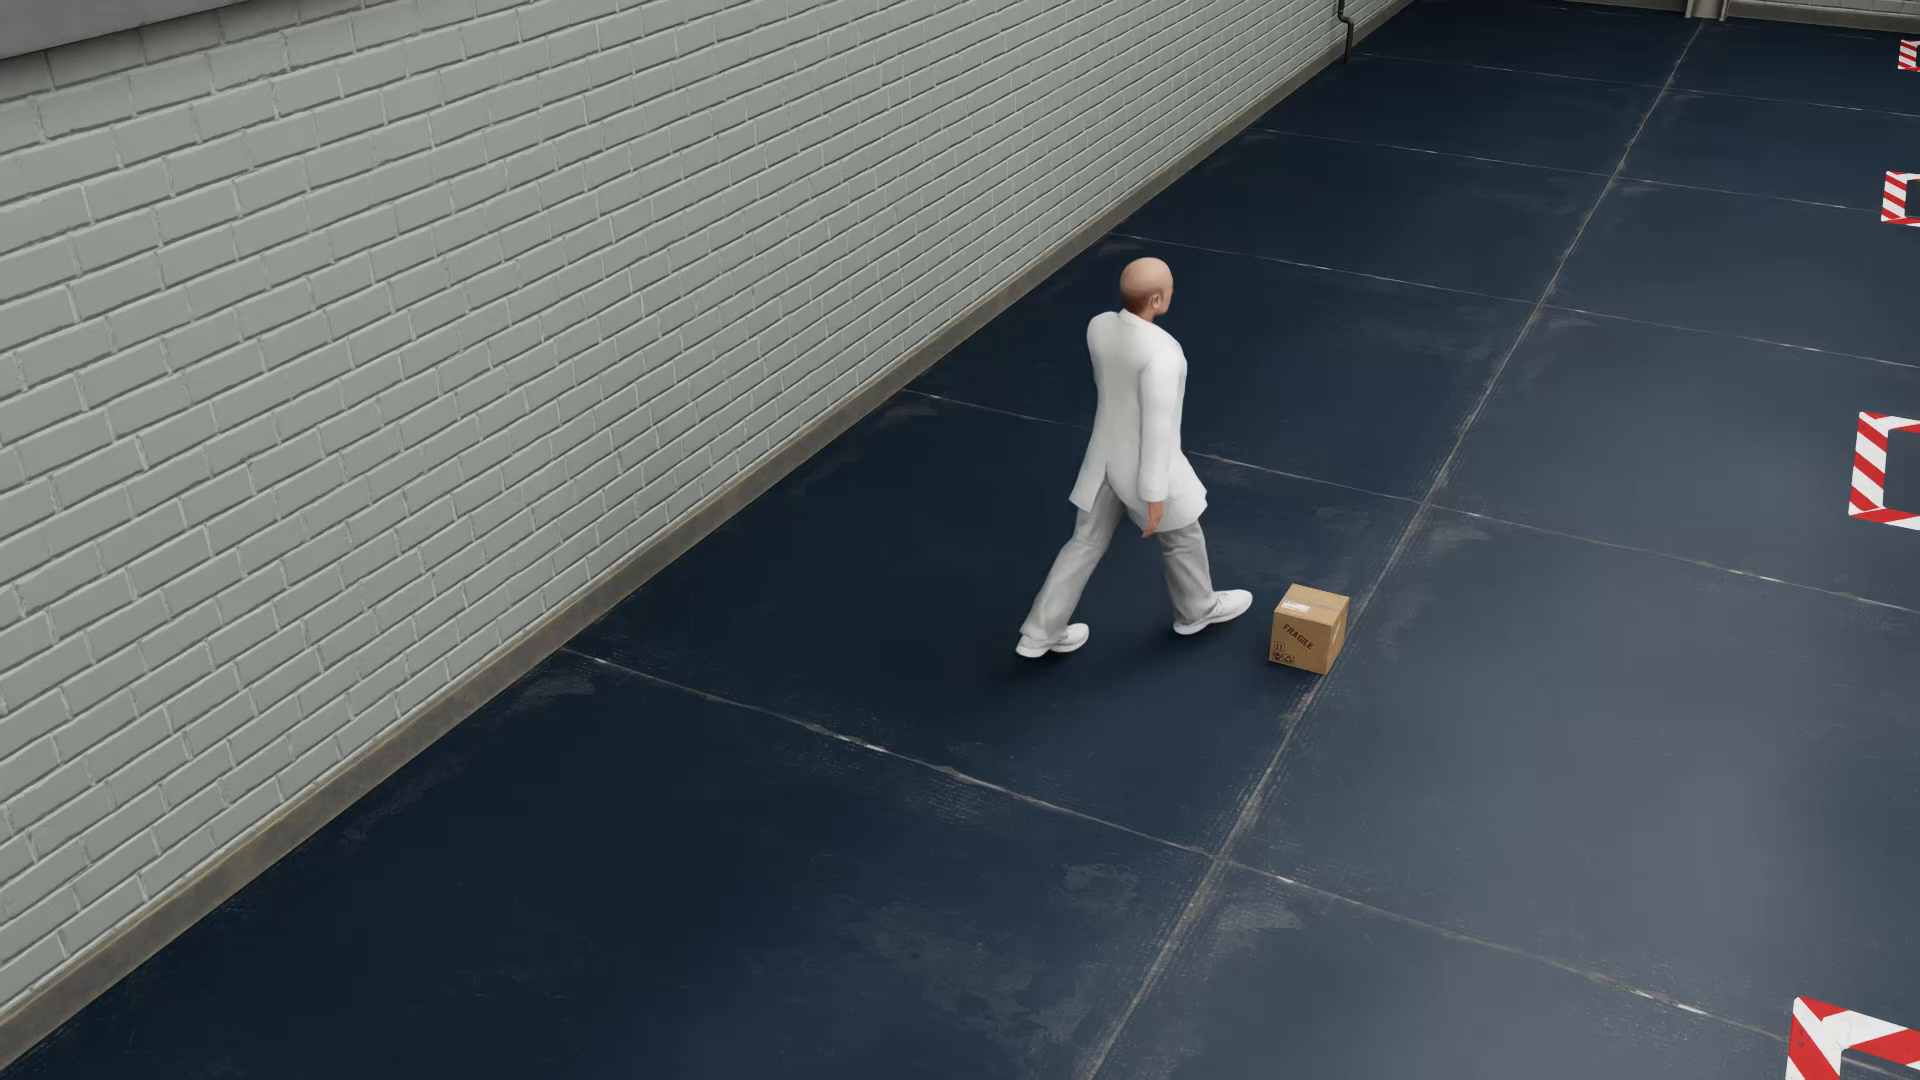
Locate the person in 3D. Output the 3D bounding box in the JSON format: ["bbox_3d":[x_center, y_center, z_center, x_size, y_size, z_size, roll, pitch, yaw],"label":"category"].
[{"bbox_3d":[0.735,-0.320,6.724,1.096,1.740,0.615,-20,35,-31],"label":"person"}]
